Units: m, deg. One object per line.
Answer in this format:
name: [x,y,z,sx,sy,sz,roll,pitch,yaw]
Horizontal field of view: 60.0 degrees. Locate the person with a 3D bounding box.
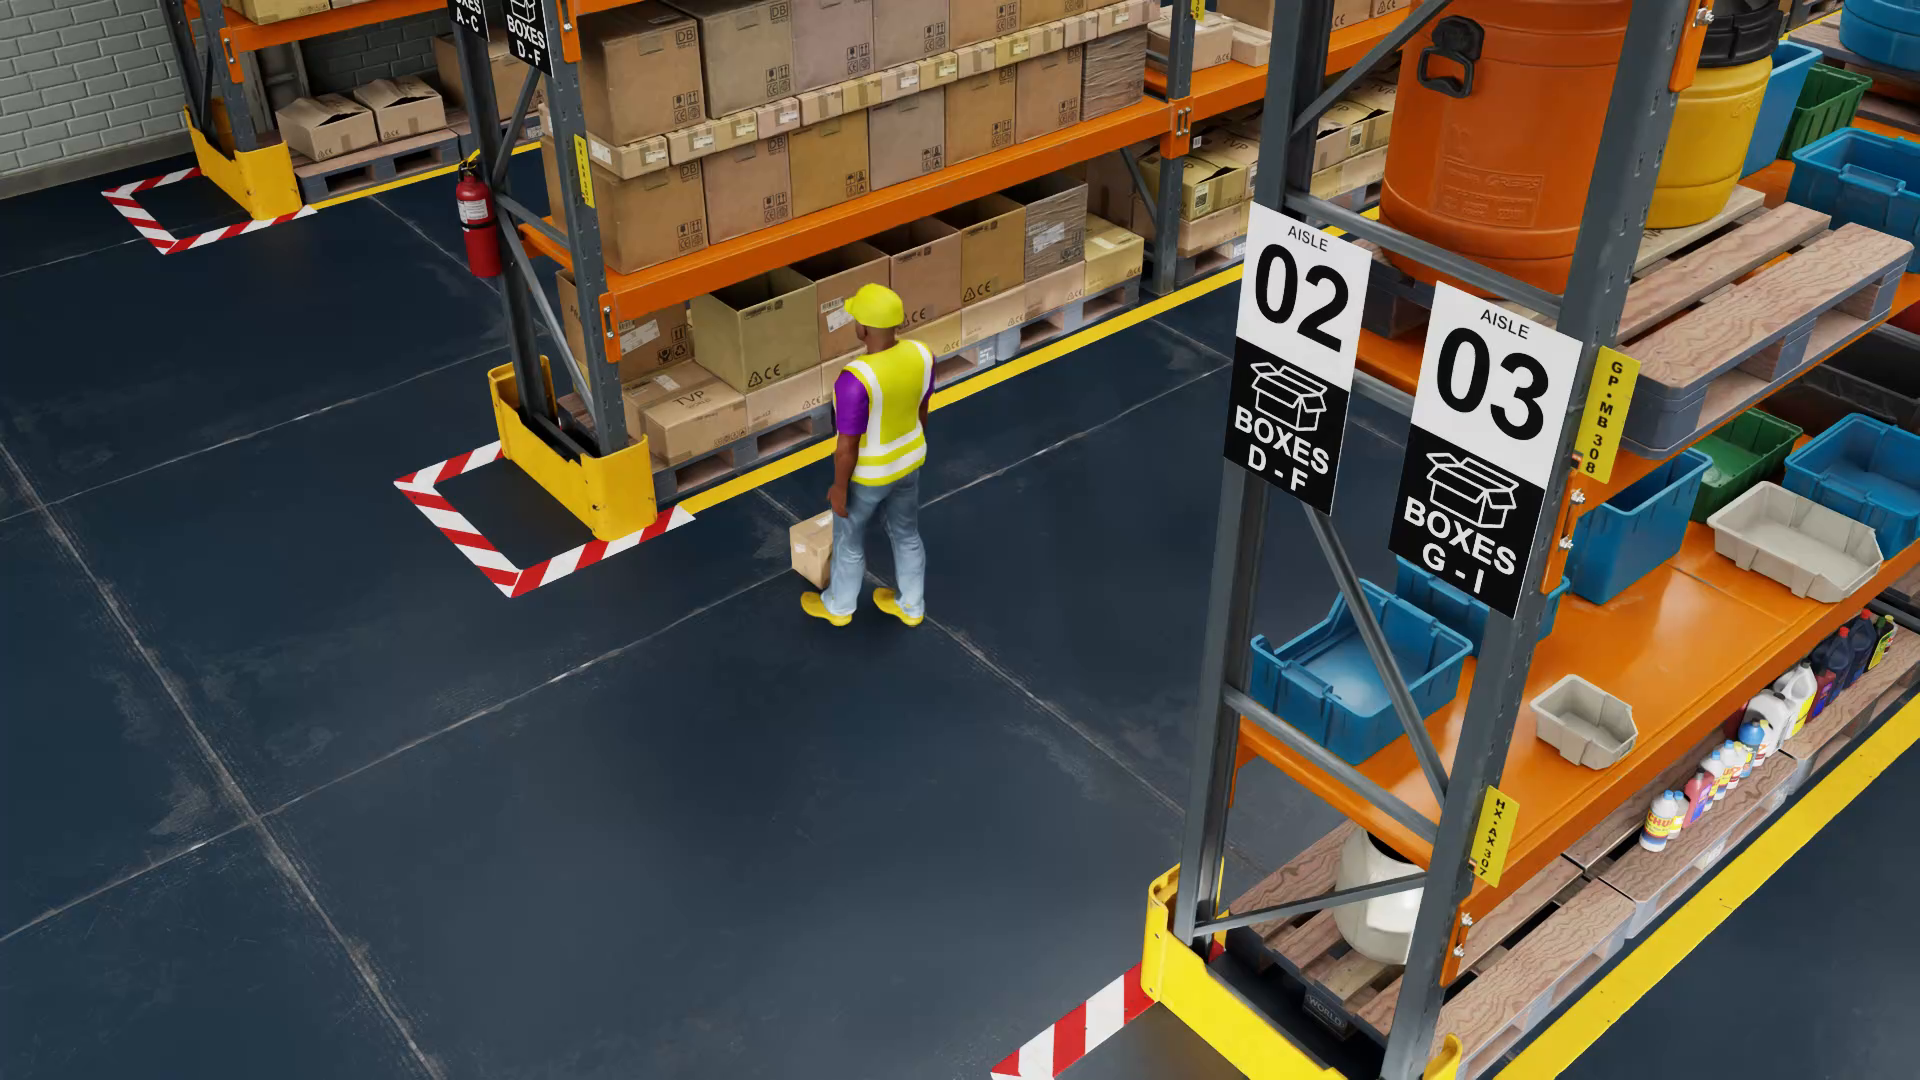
person: [-0.434,-0.381,7.577,0.571,1.770,0.575,30,45,35]
